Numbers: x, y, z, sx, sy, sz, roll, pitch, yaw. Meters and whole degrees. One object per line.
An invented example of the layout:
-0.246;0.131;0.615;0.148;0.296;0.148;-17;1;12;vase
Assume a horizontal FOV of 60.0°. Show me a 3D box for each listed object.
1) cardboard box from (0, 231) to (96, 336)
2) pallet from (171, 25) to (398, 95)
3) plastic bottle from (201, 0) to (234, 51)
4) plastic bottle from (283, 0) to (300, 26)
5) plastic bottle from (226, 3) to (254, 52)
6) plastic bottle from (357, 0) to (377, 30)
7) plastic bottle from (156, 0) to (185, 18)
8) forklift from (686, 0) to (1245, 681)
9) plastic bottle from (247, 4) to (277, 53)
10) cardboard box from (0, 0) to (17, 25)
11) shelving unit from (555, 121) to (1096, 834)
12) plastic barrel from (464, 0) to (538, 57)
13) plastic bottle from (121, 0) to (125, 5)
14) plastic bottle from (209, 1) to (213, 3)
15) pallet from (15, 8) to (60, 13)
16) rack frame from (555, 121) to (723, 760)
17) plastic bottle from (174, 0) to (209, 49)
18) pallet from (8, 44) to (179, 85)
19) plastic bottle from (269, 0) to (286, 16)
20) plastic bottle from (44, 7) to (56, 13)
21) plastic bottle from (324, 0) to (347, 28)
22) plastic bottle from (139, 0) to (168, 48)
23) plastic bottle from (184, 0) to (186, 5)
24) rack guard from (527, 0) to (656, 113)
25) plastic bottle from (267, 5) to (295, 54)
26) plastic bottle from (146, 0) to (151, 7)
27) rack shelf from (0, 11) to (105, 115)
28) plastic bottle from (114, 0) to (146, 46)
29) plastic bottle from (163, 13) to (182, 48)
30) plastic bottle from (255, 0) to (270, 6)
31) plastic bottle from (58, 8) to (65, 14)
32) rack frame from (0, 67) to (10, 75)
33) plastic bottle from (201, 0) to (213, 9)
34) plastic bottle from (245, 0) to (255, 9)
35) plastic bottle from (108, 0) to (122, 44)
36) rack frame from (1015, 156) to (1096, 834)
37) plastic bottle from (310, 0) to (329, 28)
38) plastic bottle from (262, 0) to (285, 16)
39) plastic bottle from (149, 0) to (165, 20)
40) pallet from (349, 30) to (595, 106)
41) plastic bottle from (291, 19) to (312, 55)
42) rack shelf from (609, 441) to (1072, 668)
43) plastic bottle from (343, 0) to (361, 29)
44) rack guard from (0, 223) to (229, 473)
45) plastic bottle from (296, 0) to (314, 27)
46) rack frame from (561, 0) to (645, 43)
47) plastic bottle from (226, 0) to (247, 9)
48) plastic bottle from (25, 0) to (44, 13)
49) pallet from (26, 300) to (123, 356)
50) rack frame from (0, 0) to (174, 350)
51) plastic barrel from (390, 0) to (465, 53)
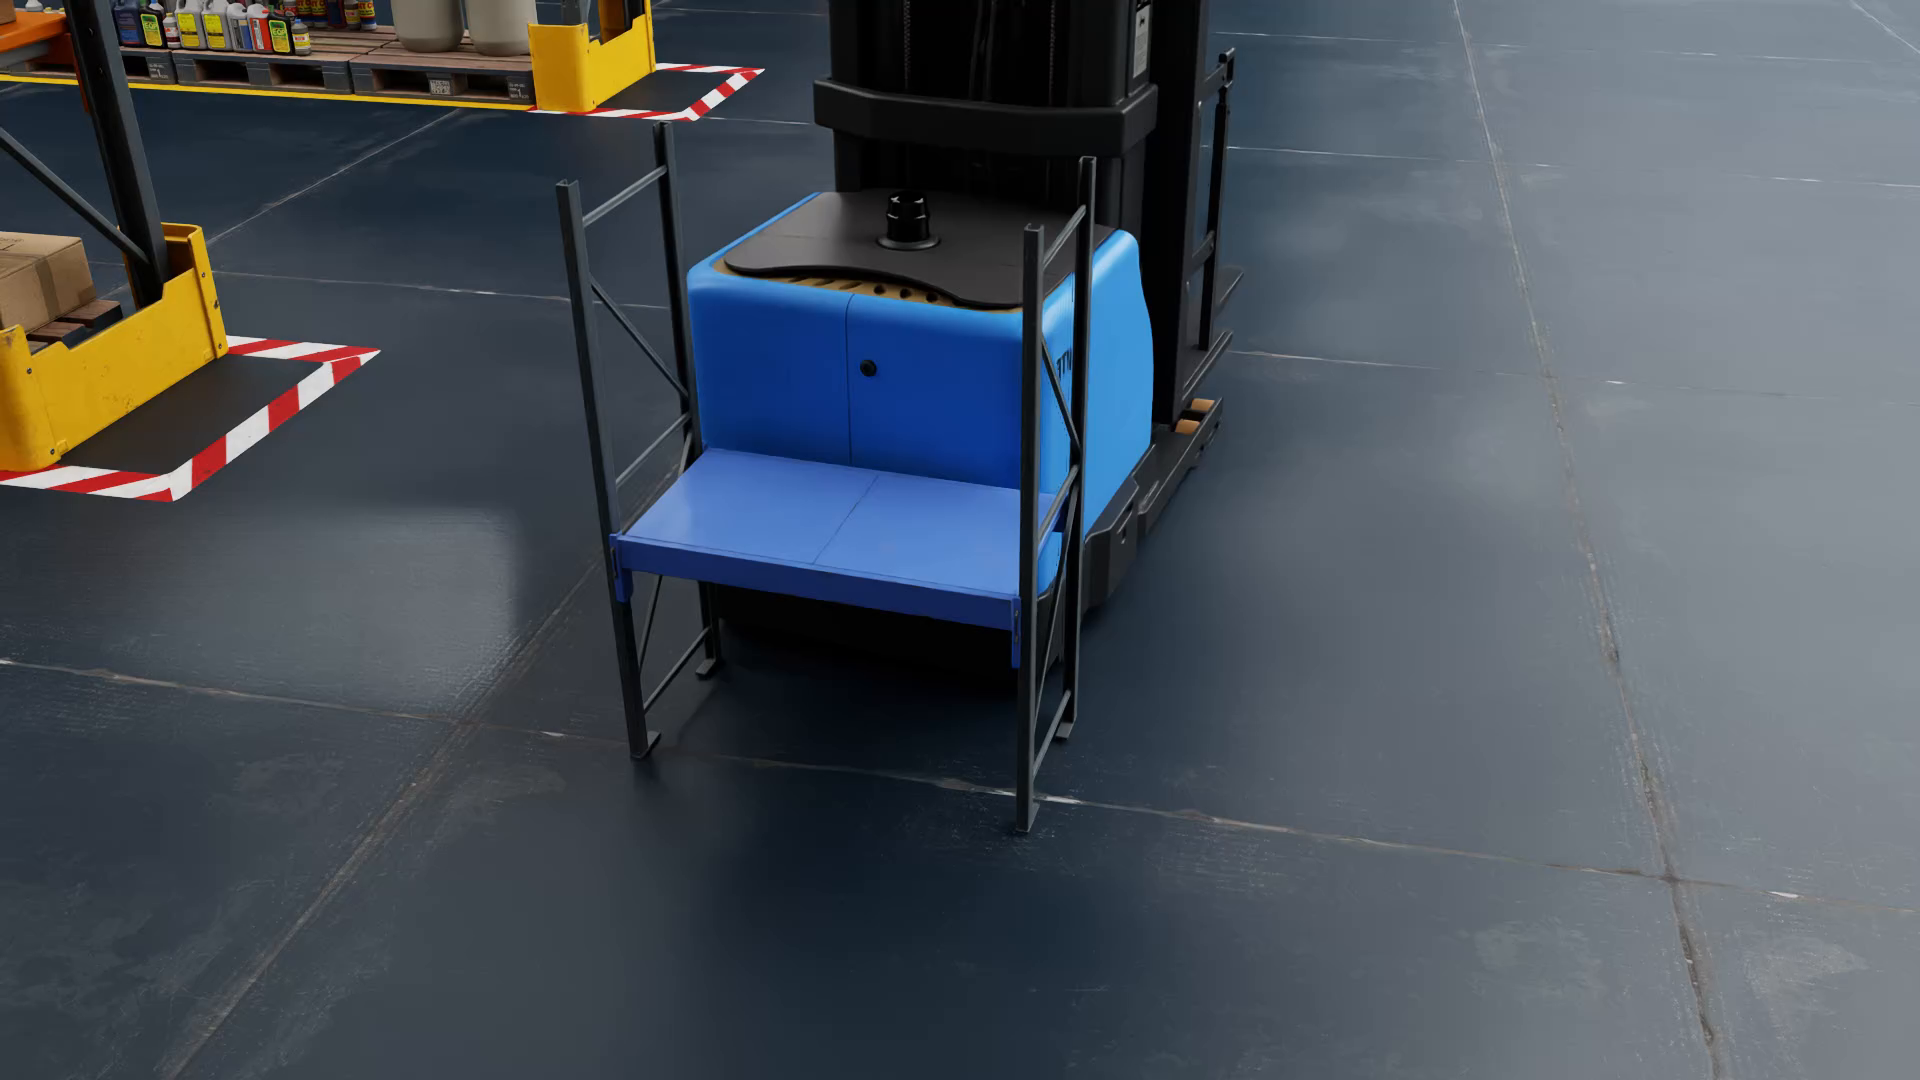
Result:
-3.693;-0.970;6.325;0.500;0.250;0.500;6;29;11;cardboard box
-4.244;-3.129;10.746;1.213;0.211;1.003;6;29;11;pallet
-4.604;-3.236;10.337;0.185;0.351;0.144;7;29;13;plastic bottle
-4.415;-3.508;10.989;0.097;0.201;0.097;0;29;0;plastic bottle
-4.441;-3.188;10.328;0.135;0.276;0.152;5;29;9;plastic bottle
-3.885;-3.484;10.873;0.097;0.271;0.097;0;29;0;plastic bottle
-5.217;-3.539;10.968;0.135;0.276;0.152;6;29;11;plastic bottle
0.284;-1.600;5.121;1.130;2.935;3.031;11;31;19;forklift
-4.305;-3.174;10.303;0.135;0.276;0.152;6;29;11;plastic bottle
-3.669;-1.931;5.549;0.500;0.500;0.700;6;29;11;cardboard box
-0.271;-0.141;3.933;1.048;1.500;0.538;8;31;15;shelving unit
-2.836;-3.283;10.276;0.421;0.512;0.421;0;29;0;plastic barrel
-5.356;-3.384;10.607;0.185;0.351;0.144;6;29;11;plastic bottle
-4.891;-3.531;10.946;0.133;0.283;0.061;6;29;11;plastic bottle
-6.865;-3.398;11.237;1.213;0.211;1.003;6;29;11;pallet
-0.757;-0.212;4.064;0.032;1.500;0.500;8;31;15;rack frame
-4.786;-3.254;10.371;0.185;0.351;0.144;6;29;10;plastic bottle
-5.441;-3.251;10.968;1.213;0.211;1.003;6;29;11;pallet
-4.516;-3.549;10.992;0.097;0.271;0.097;0;29;0;plastic bottle
-5.769;-3.278;10.570;0.097;0.201;0.097;0;29;0;plastic bottle
-4.102;-3.521;10.928;0.133;0.283;0.061;6;29;11;plastic bottle
-5.049;-3.231;10.399;0.133;0.283;0.061;7;30;13;plastic bottle
-5.211;-3.643;11.082;0.185;0.351;0.144;4;29;8;plastic bottle
-2.261;-3.049;10.298;0.348;0.500;1.175;6;29;11;rack guard
-4.183;-3.143;10.237;0.133;0.283;0.061;7;29;12;plastic bottle
-5.429;-3.595;10.993;0.185;0.351;0.144;6;29;11;plastic bottle
-5.171;-1.719;6.015;4.000;0.370;1.077;6;29;11;rack shelf
-5.201;-3.297;10.449;0.185;0.351;0.144;5;29;8;plastic bottle
-4.929;-3.192;10.413;0.097;0.201;0.097;0;29;0;plastic bottle
-4.616;-3.528;11.027;0.097;0.201;0.097;0;29;0;plastic bottle
-5.670;-3.268;10.552;0.097;0.201;0.097;0;29;0;plastic bottle
-6.089;-4.561;10.457;0.127;3.000;1.000;6;29;11;rack frame
-4.779;-3.294;10.521;0.135;0.276;0.152;6;29;11;plastic bottle
-4.737;-3.560;11.007;0.135;0.276;0.152;6;29;11;plastic bottle
-5.386;-3.316;10.484;0.185;0.351;0.144;7;29;12;plastic bottle
0.215;-0.069;3.803;0.032;1.500;0.500;8;31;15;rack frame
-4.220;-3.518;10.936;0.097;0.271;0.097;0;29;0;plastic bottle
-4.284;-3.228;10.393;0.133;0.283;0.061;6;29;11;plastic bottle
-5.050;-3.265;10.473;0.097;0.271;0.097;0;29;0;plastic bottle
-3.054;-3.006;10.521;1.213;0.211;1.003;6;29;11;pallet
-4.064;-3.104;10.251;0.097;0.201;0.097;0;29;0;plastic bottle
-0.269;0.015;4.023;1.000;0.185;0.538;8;31;15;rack shelf
-3.986;-3.464;10.909;0.097;0.201;0.097;0;29;0;plastic bottle
-3.191;-0.735;6.072;0.348;0.500;1.175;6;29;11;rack guard
-4.318;-3.528;10.954;0.097;0.271;0.097;0;29;0;plastic bottle
-2.177;-4.160;9.724;0.127;3.000;1.000;6;29;11;rack frame
-4.759;-3.513;10.914;0.133;0.283;0.061;6;29;11;plastic bottle
-5.869;-3.319;10.572;0.097;0.271;0.097;0;29;0;plastic bottle
-3.972;-0.668;6.250;1.213;0.211;1.003;6;29;11;pallet
-3.215;-1.834;5.476;0.127;3.000;1.000;6;29;11;rack frame
-3.327;-3.333;10.368;0.421;0.512;0.421;0;29;0;plastic barrel
